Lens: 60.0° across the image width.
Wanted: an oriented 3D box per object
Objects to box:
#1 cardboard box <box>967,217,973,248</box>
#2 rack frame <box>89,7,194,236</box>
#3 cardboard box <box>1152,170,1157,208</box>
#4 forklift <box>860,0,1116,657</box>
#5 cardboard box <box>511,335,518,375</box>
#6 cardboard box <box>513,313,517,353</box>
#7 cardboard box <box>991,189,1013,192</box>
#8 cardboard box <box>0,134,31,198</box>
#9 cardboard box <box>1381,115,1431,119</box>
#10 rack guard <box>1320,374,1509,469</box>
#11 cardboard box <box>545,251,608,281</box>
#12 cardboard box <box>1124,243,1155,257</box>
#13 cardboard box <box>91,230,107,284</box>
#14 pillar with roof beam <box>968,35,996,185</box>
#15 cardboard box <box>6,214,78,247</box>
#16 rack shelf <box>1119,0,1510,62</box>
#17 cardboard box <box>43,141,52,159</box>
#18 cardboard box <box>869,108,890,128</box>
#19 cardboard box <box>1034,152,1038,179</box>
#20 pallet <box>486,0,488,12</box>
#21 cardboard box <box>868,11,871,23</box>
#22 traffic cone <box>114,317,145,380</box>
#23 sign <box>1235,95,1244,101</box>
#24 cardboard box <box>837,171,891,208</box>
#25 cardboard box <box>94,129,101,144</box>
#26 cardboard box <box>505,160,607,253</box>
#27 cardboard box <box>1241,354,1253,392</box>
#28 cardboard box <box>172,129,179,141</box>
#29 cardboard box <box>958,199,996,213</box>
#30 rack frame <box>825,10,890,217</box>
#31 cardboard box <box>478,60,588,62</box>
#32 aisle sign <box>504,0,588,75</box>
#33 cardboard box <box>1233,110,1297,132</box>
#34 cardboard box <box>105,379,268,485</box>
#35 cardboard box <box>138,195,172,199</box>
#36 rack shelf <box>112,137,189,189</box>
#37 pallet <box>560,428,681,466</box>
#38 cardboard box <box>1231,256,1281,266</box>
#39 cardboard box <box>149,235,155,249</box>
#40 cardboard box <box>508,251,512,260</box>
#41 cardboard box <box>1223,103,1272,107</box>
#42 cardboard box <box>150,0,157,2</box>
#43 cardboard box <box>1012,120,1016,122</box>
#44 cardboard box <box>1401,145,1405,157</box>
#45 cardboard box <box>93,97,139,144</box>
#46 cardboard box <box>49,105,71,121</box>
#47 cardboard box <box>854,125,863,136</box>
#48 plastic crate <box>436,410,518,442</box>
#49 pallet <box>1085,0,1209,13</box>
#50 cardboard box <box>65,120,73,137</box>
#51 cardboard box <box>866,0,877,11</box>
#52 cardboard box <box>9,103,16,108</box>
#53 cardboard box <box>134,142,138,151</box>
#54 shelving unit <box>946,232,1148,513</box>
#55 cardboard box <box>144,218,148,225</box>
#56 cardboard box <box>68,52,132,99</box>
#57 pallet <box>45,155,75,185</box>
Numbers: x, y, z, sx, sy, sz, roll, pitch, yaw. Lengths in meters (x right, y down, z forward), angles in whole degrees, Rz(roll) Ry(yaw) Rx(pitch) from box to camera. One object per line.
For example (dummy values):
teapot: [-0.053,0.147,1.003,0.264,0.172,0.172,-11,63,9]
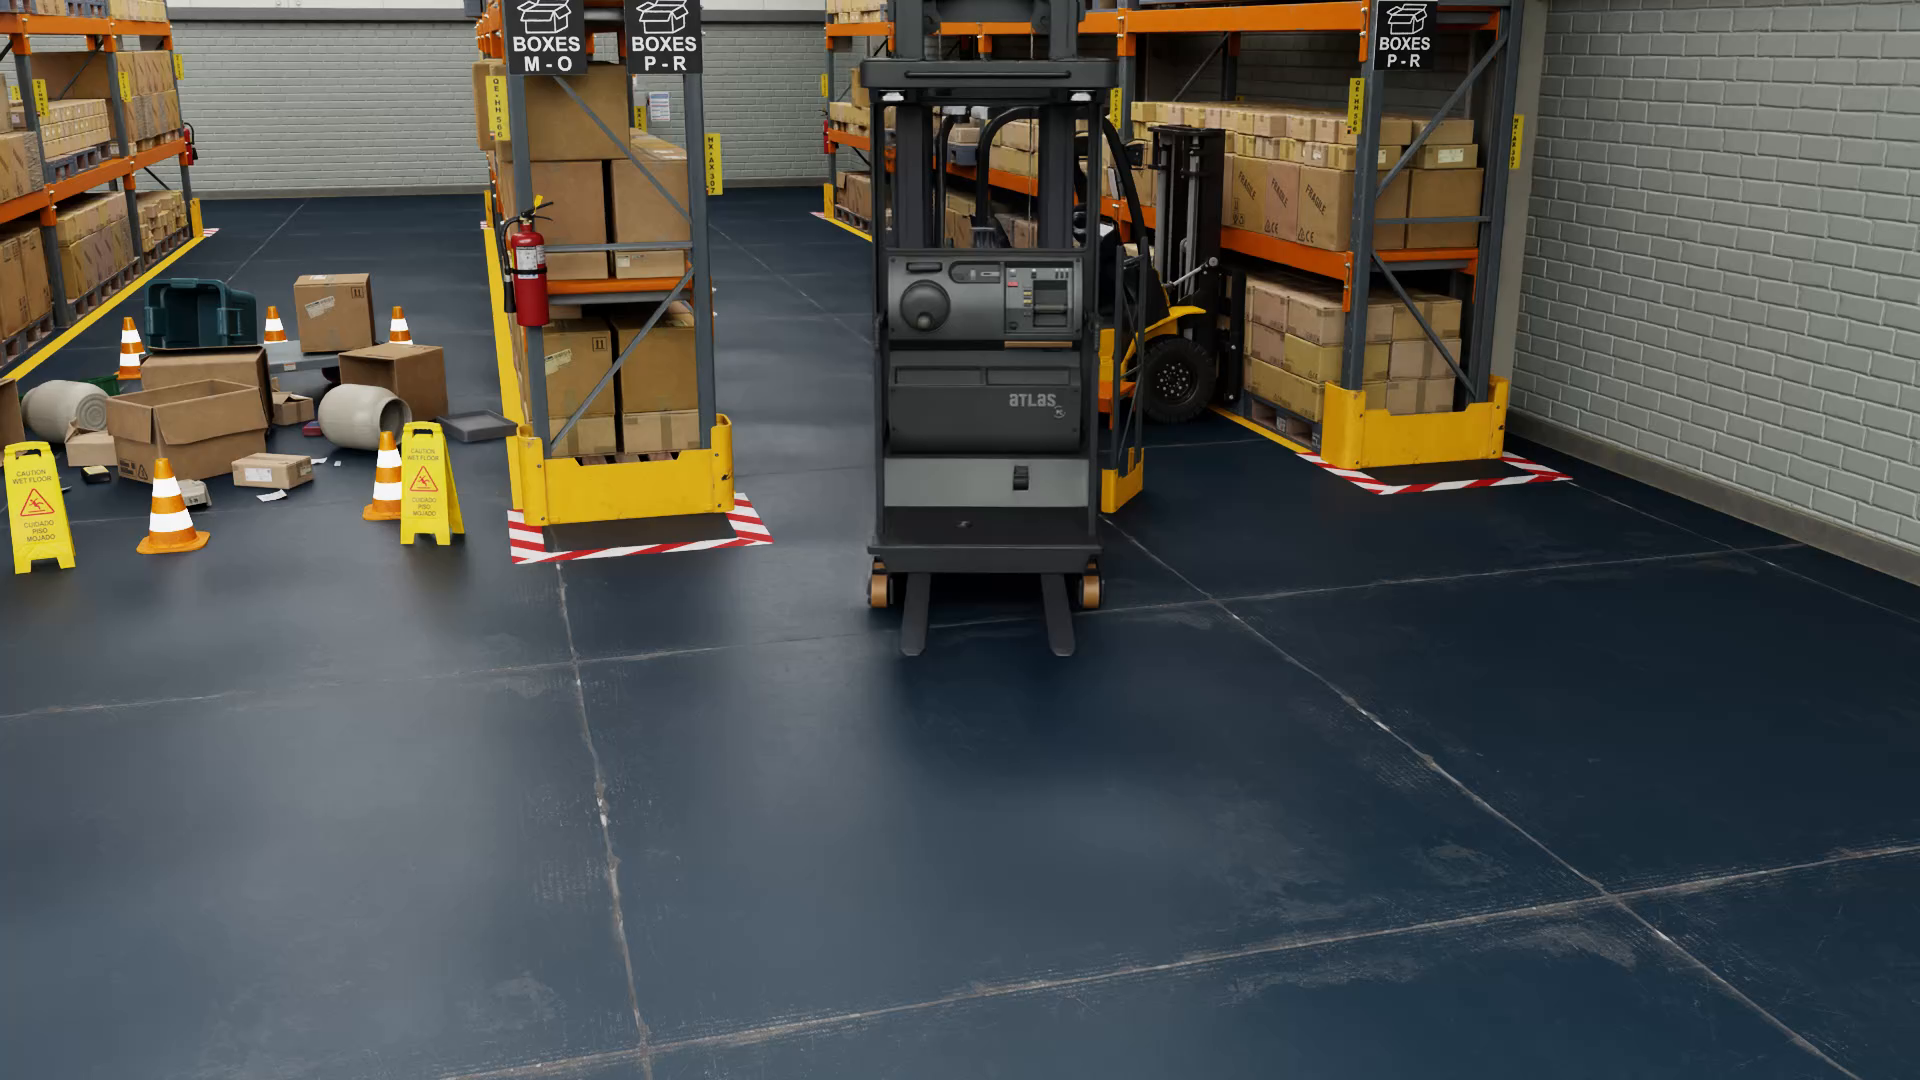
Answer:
cardboard box: [0.383,-3.292,18.312,0.500,0.500,0.500,-4,17,-14]
rack frame: [-10.996,-5.588,22.341,1.000,3.000,0.127,-5,17,-15]
cardboard box: [1.835,-2.843,13.029,0.500,0.500,0.500,-4,17,-14]
forklift: [0.121,-1.166,7.738,1.130,2.935,3.031,0,17,0]
cardboard box: [-3.064,-1.388,12.407,0.500,0.250,0.500,-6,18,-18]
cardboard box: [-2.905,-1.600,11.809,0.500,0.500,0.500,-4,17,-13]
cardboard box: [0.422,-4.103,19.884,0.380,0.149,0.250,-5,18,-17]
cardboard box: [-8.280,-3.182,14.156,0.500,0.500,0.500,-5,17,-15]
cardboard box: [2.892,-2.733,11.017,0.380,0.149,0.250,-4,17,-14]
rack guard: [2.911,-0.771,10.650,1.175,0.500,0.348,-5,17,-15]
cardboard box: [-2.176,-1.548,9.327,0.380,0.149,0.250,-4,17,-13]
cardboard box: [1.636,-2.286,13.659,0.500,0.250,0.500,-5,17,-16]
cardboard box: [-9.034,-2.875,16.925,0.500,0.500,0.500,-5,17,-17]
pillar with roof beam: [-3.857,-8.091,20.245,9.100,9.000,0.400,-5,17,-15]
cardboard box: [-8.754,-2.948,15.864,0.500,0.250,0.500,-6,18,-18]
rack shelf: [2.355,-3.620,11.826,1.077,0.370,4.000,-5,17,-15]
cardboard box: [-8.800,-3.670,15.662,0.380,0.149,0.250,-4,17,-13]
cardboard box: [-0.920,-5.624,22.204,0.500,0.250,0.500,-5,17,-15]
cardboard box: [1.015,-3.549,15.813,0.500,0.250,0.500,-4,17,-13]
pallet: [-3.322,-4.500,13.833,1.213,0.211,1.003,-5,17,-15]
cardboard box: [-1.014,-6.974,22.178,0.380,0.149,0.250,-4,17,-13]
traffic cone: [-6.615,-1.544,13.288,0.336,0.463,0.334,-5,17,-15]
sign: [2.338,-3.578,14.008,0.100,0.325,0.005,-5,17,-15]
cardboard box: [-1.416,-5.230,24.757,0.797,0.503,0.637,-5,18,-17]
cardboard box: [-9.459,-4.327,17.850,0.380,0.149,0.250,-5,17,-15]
cardboard box: [-2.281,-1.900,9.373,0.500,0.500,0.500,-5,17,-16]
cardboard box: [2.215,-1.242,11.921,0.500,0.250,0.500,-5,17,-15]
cardboard box: [-10.635,-5.400,22.151,0.380,0.149,0.250,-5,17,-15]
cardboard box: [0.192,-3.768,18.771,0.380,0.149,0.250,-5,18,-17]
rack frame: [-1.493,-6.401,25.046,1.000,3.000,0.127,-5,17,-15]
cardboard box: [-2.823,-2.934,11.077,0.700,0.500,0.500,-5,17,-16]
aisle sign: [-2.129,-2.786,8.496,0.394,0.787,0.004,-5,17,-15]
cardboard box: [2.176,-2.982,11.848,0.380,0.149,0.250,-4,17,-14]
cardboard box: [-4.784,-0.672,10.313,0.637,0.503,0.797,11,20,32]
cardboard box: [-10.389,-4.370,21.477,0.380,0.149,0.250,-5,18,-17]
rack shelf: [-10.446,-4.690,20.602,1.077,0.370,4.000,-5,17,-15]
pallet: [-2.077,-0.495,10.231,1.003,0.211,1.213,-5,17,-15]
cardboard box: [2.406,-2.044,12.853,0.500,0.250,0.500,-5,17,-15]
cardboard box: [-9.761,-3.517,19.672,0.380,0.149,0.250,-4,17,-14]
cardboard box: [-3.087,-2.018,12.075,0.380,0.149,0.250,-4,17,-14]
cardboard box: [2.298,-3.373,13.149,0.380,0.149,0.250,-5,17,-16]
cardboard box: [-10.483,-6.943,21.031,0.500,0.250,0.500,-5,17,-17]
cardboard box: [0.680,-4.292,16.725,0.380,0.149,0.250,-4,17,-14]
cardboard box: [2.932,-2.511,10.796,0.380,0.149,0.250,-5,17,-15]
cardboard box: [-9.790,-4.829,19.122,0.500,0.500,0.500,-5,17,-16]
cardboard box: [-9.101,-4.247,16.550,0.380,0.149,0.250,-4,17,-14]
cardboard box: [-1.268,-5.736,23.271,0.380,0.149,0.250,-4,17,-14]
plastic crate: [-3.323,-0.791,11.445,0.402,0.080,0.583,-12,20,-34]
pallet: [1.550,-4.669,14.401,0.805,0.209,1.217,-5,18,-17]
cardboard box: [-9.092,-4.104,16.590,0.380,0.149,0.250,-5,17,-16]
cardboard box: [-0.920,-7.058,21.764,0.500,0.250,0.500,-5,18,-17]
cardboard box: [-9.943,-4.414,17.106,0.380,0.149,0.250,-5,17,-16]
cardboard box: [-9.995,-4.676,19.742,0.380,0.149,0.250,-6,18,-18]
shelving unit: [0.489,-1.008,9.702,1.083,1.500,0.587,7,18,22]
cardboard box: [-10.017,-3.788,20.056,0.380,0.149,0.250,-6,18,-18]
cardboard box: [-9.786,-5.295,18.936,0.500,0.500,0.500,-4,17,-14]
pallet: [-9.096,-3.472,15.630,1.213,0.211,1.003,-5,17,-15]
